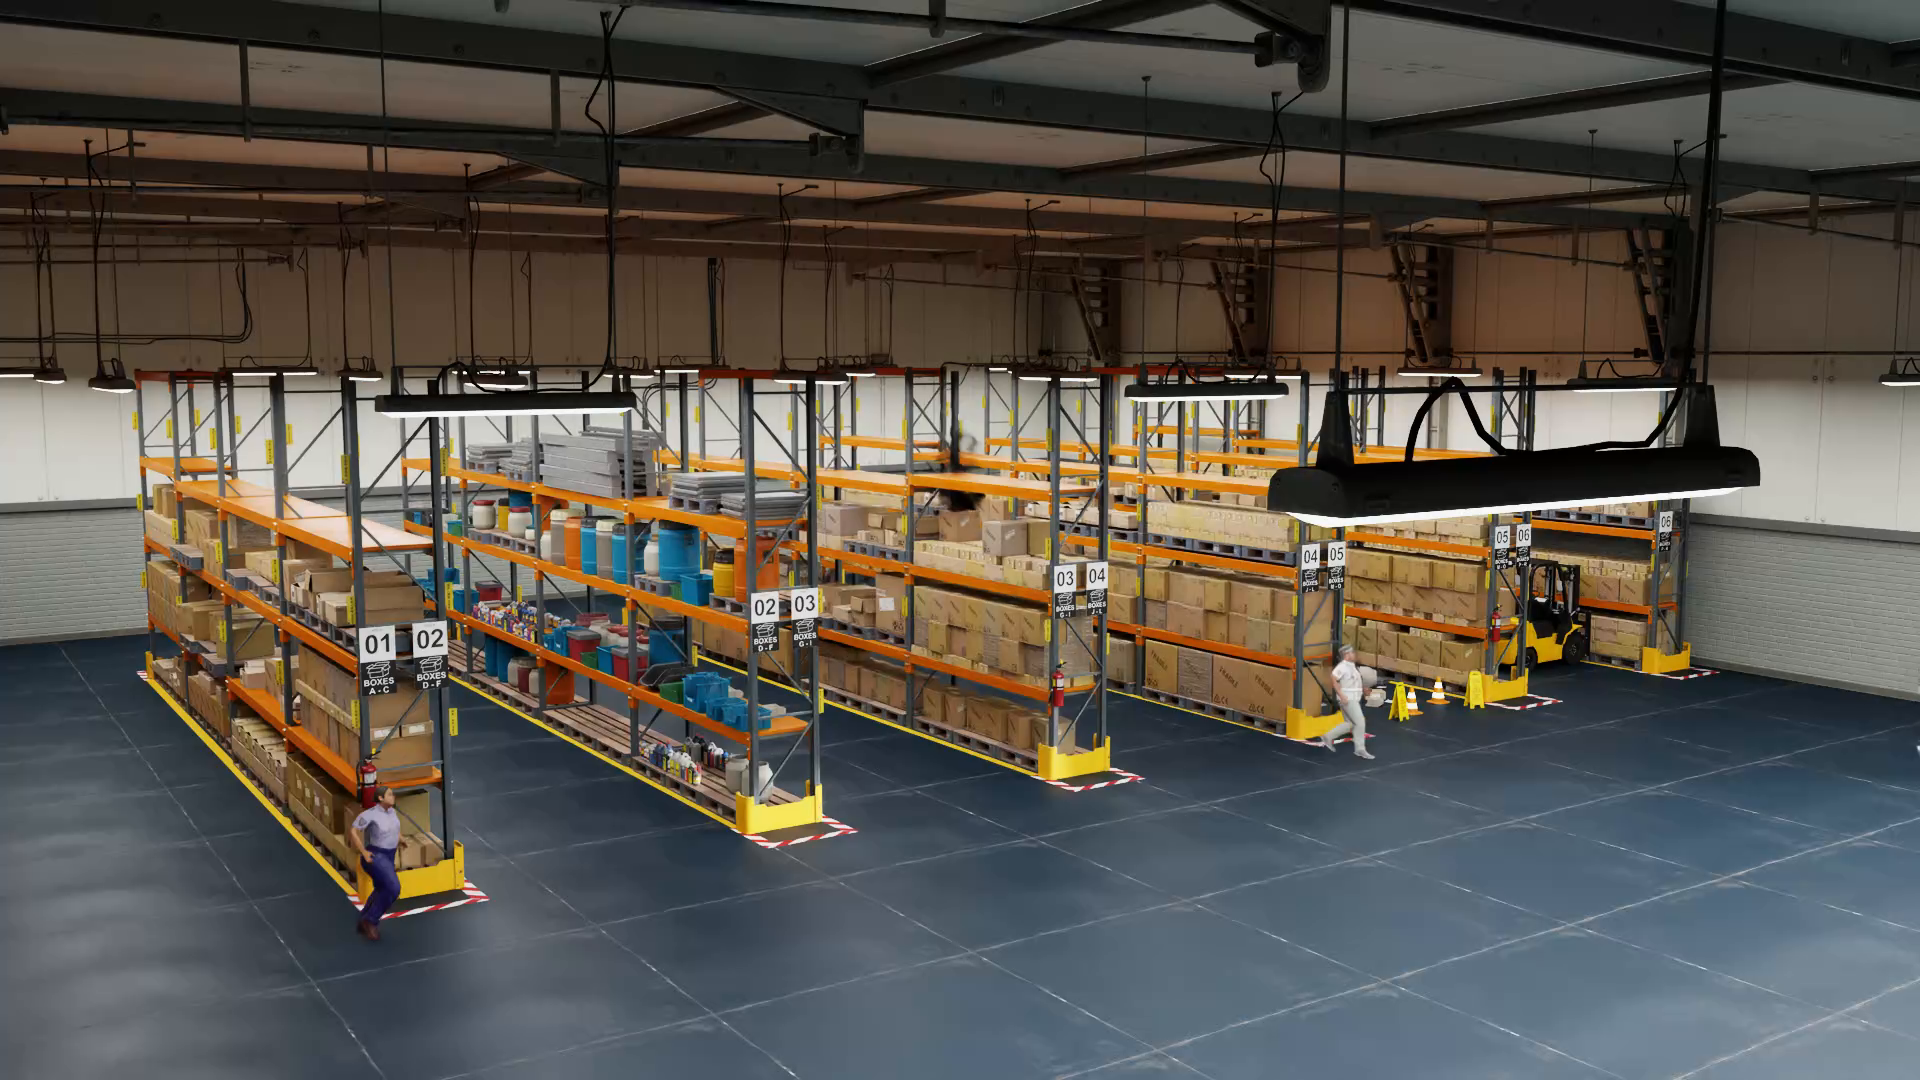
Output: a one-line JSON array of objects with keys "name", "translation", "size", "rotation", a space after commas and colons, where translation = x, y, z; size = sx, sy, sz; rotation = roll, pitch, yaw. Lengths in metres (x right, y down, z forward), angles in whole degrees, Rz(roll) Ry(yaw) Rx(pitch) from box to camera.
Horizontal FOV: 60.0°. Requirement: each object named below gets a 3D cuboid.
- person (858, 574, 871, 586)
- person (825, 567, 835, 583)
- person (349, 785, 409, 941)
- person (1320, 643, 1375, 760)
[{"name": "person", "translation": [-2.386, 0.764, 42.388], "size": [0.602, 1.580, 0.602], "rotation": [6, 9, 43]}, {"name": "person", "translation": [-3.228, 0.729, 42.288], "size": [0.604, 1.671, 0.637], "rotation": [-5, 8, -36]}, {"name": "person", "translation": [-6.294, 3.497, 18.135], "size": [0.574, 1.618, 0.664], "rotation": [1, 7, 8]}, {"name": "person", "translation": [6.139, 2.517, 26.158], "size": [0.833, 1.772, 0.700], "rotation": [2, 7, 18]}]
